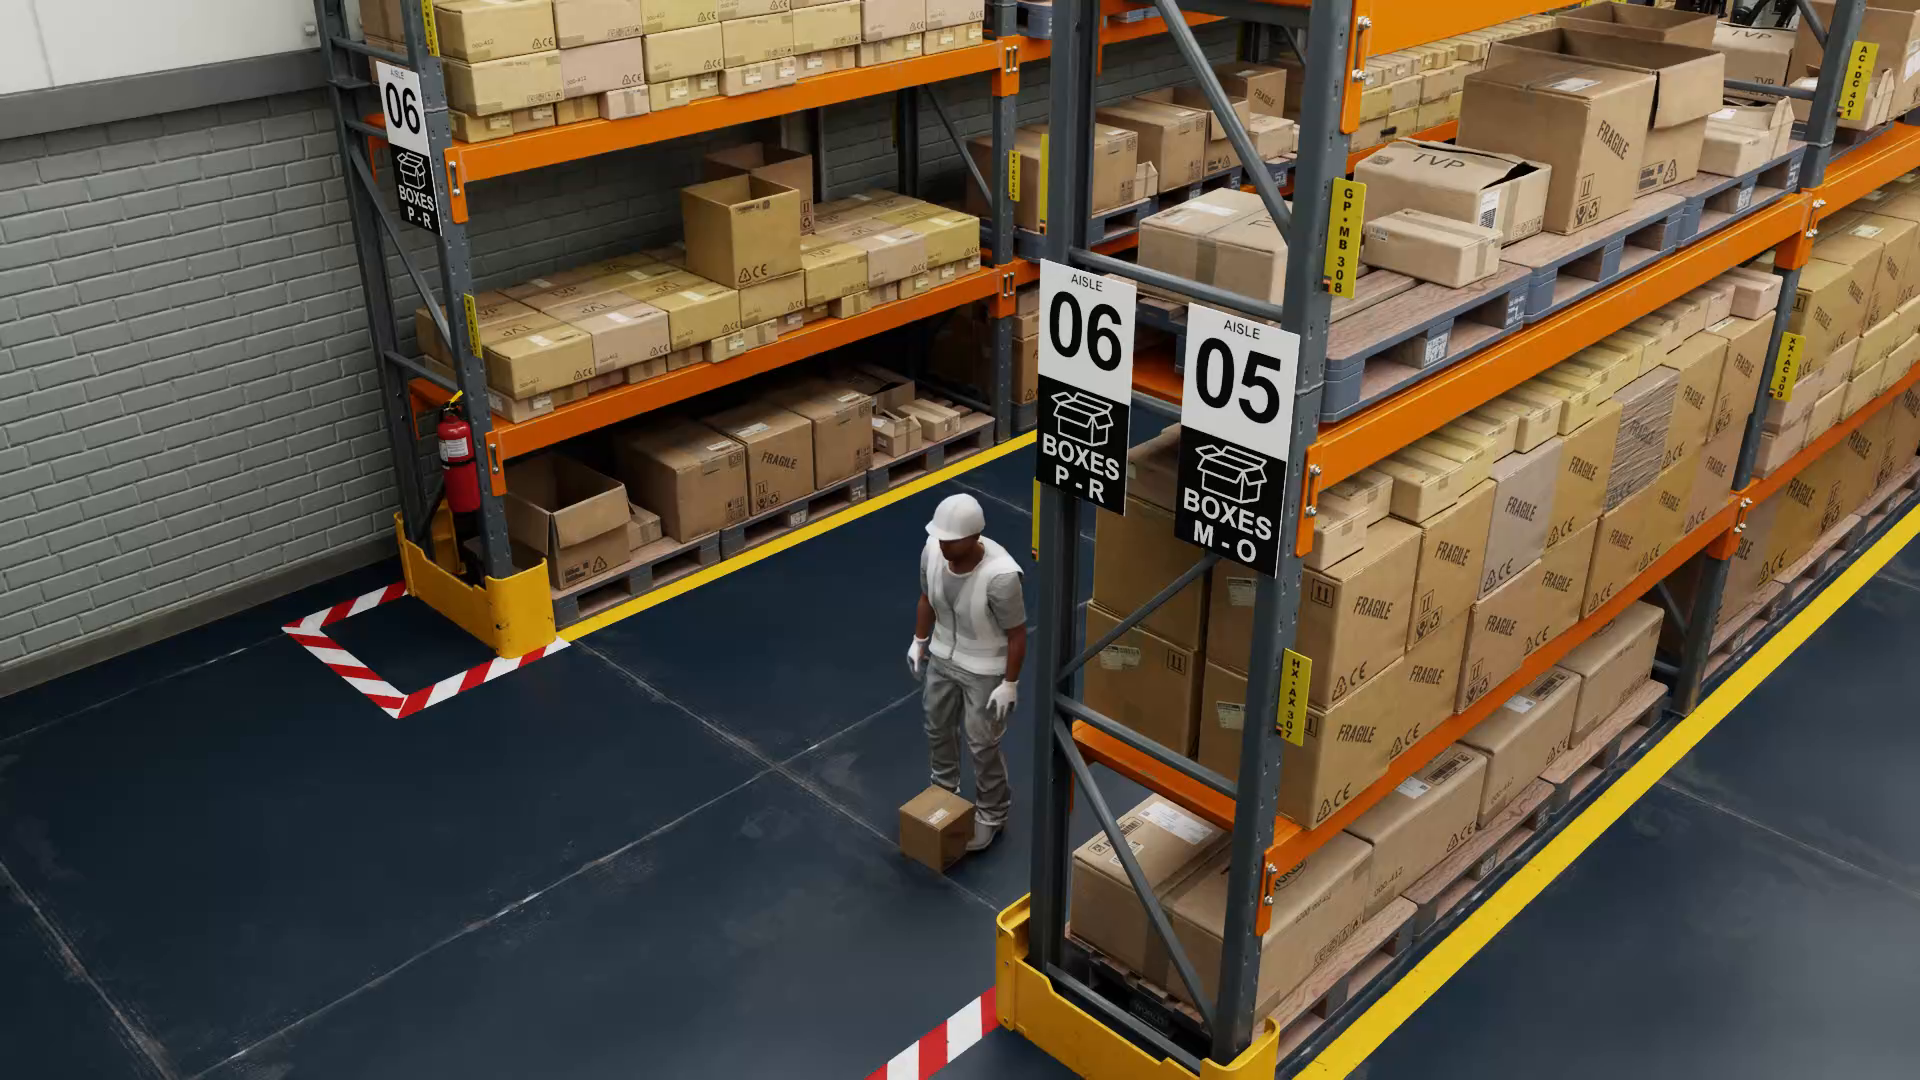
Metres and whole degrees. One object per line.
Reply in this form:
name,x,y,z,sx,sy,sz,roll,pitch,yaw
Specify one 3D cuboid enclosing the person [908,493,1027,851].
person,0.022,0.571,7.511,0.617,1.774,0.450,23,35,37
